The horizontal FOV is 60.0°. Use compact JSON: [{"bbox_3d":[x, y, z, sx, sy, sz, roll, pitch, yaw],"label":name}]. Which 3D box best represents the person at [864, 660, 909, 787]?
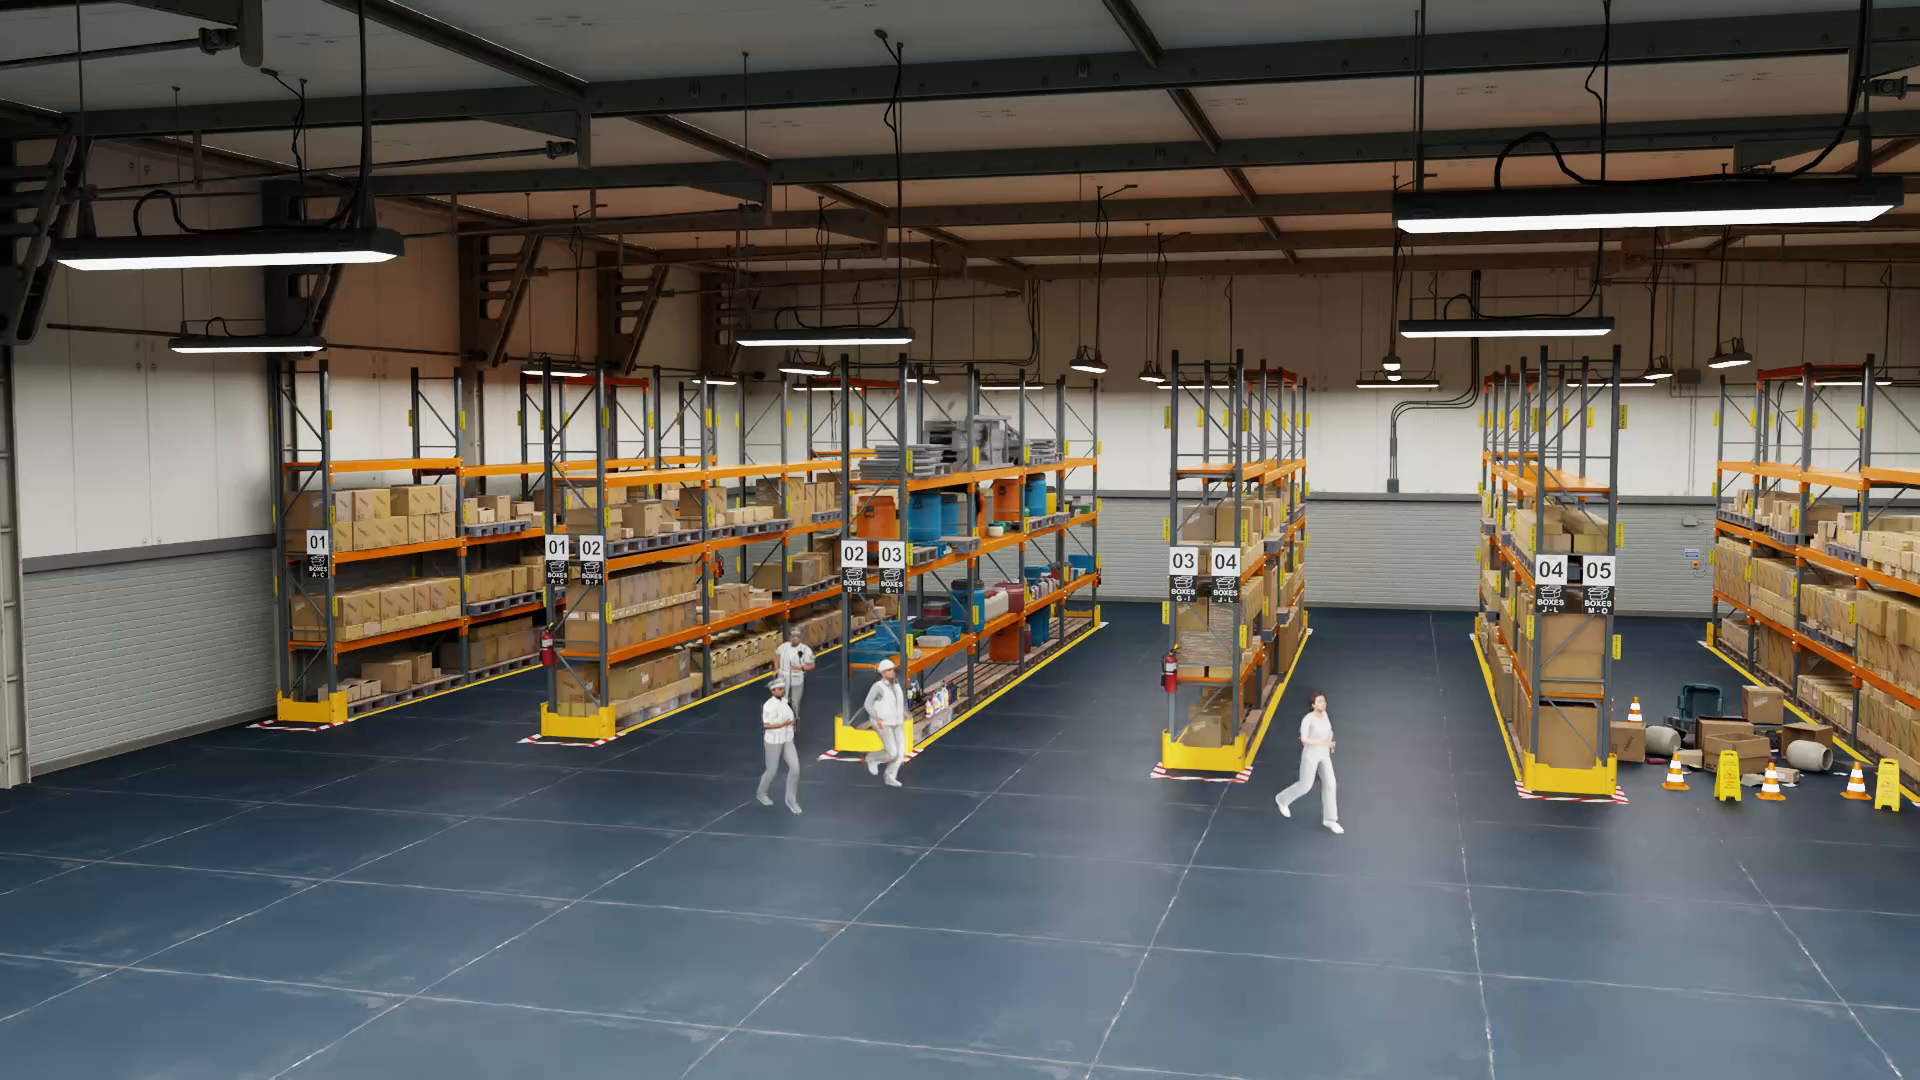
[{"bbox_3d":[-1.001,2.506,22.829,0.589,1.731,0.670,4,6,45],"label":"person"}]

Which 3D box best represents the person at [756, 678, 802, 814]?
[{"bbox_3d":[-2.321,2.623,21.292,0.728,1.754,0.560,4,6,42],"label":"person"}]

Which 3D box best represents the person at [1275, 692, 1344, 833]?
[{"bbox_3d":[4.344,2.696,20.473,0.576,1.682,0.966,-3,5,-34],"label":"person"}]

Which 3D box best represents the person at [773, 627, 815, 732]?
[{"bbox_3d":[-2.600,2.233,26.030,0.664,1.784,0.954,0,4,-1],"label":"person"}]
